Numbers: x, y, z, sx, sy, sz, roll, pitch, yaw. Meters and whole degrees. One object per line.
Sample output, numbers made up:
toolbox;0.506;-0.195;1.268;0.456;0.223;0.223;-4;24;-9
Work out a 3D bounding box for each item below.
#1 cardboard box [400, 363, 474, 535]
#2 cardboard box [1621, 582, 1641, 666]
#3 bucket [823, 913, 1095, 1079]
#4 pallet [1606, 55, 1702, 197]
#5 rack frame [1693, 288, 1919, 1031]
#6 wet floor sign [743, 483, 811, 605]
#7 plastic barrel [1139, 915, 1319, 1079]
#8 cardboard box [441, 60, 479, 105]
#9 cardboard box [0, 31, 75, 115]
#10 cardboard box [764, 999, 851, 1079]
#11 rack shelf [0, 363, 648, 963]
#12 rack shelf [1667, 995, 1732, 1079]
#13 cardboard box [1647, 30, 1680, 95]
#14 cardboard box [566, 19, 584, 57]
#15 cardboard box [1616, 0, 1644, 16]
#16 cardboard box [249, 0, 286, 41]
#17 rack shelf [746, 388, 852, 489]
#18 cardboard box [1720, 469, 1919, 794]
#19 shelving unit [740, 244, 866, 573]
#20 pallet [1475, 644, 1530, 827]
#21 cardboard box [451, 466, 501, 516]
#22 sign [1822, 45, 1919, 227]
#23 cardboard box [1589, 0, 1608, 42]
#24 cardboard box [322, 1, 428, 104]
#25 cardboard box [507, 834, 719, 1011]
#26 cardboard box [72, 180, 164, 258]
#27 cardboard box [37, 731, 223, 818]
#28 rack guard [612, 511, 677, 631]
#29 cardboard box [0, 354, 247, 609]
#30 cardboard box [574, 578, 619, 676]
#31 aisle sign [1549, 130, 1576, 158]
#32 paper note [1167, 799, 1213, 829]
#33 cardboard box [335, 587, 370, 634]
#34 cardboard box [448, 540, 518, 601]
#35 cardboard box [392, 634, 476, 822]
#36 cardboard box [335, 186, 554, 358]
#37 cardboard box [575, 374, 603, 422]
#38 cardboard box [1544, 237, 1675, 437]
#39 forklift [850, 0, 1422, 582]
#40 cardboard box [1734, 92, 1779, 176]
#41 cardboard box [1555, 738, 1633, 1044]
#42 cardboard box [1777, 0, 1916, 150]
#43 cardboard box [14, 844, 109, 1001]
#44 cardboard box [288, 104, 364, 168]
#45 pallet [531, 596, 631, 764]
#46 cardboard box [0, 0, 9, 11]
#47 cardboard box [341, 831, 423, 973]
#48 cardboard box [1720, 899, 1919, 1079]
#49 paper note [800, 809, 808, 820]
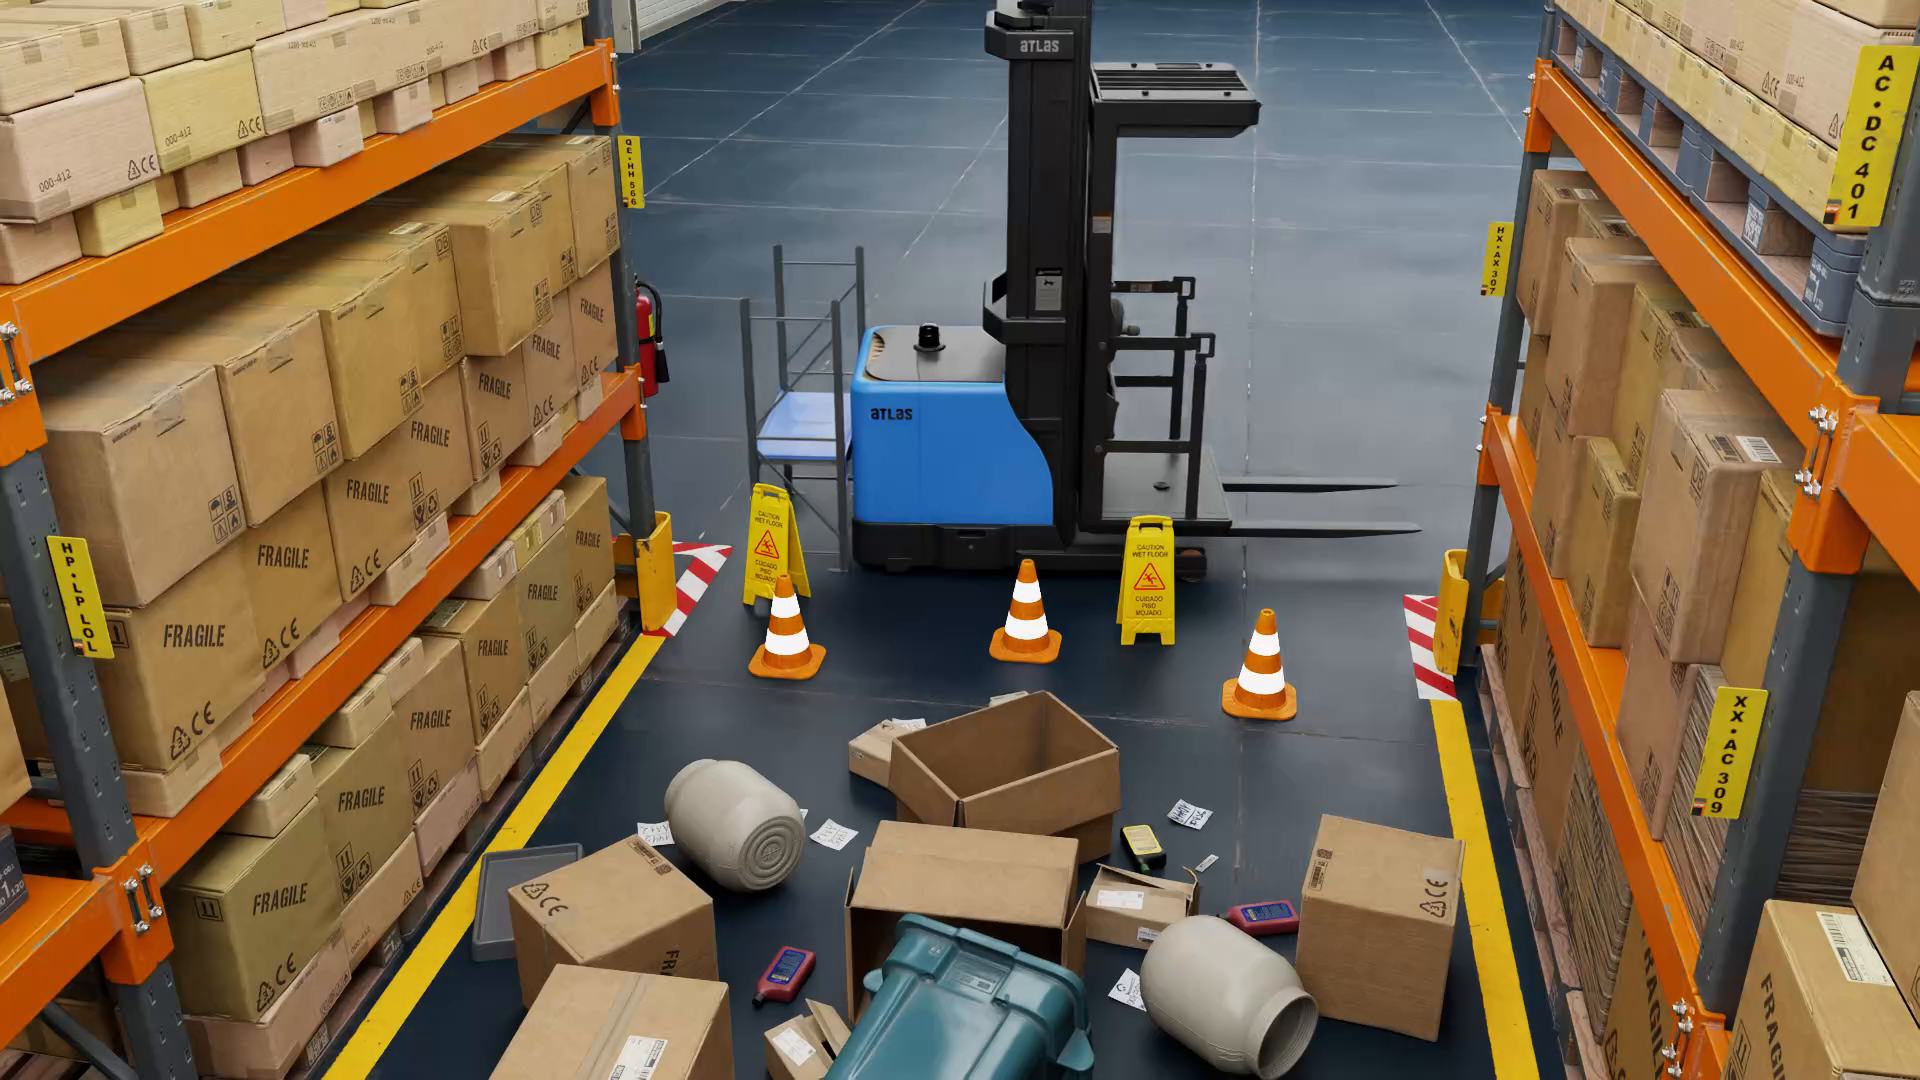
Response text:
cardboard box;-2.122;-0.349;5.989;0.500;0.500;0.500;4;25;9
cardboard box;2.535;0.257;4.985;0.875;0.550;0.550;4;25;9
bucket;-0.038;1.507;4.560;0.726;0.611;0.620;13;38;26
pallet;2.560;-1.239;4.925;1.003;0.211;1.213;4;25;9
rack frame;2.214;0.930;3.725;1.000;3.000;0.127;4;25;9
wet floor sign;-0.945;0.017;8.452;0.267;0.644;0.232;13;28;26
plastic barrel;0.886;1.516;5.512;0.421;0.421;0.512;-20;32;-36
cardboard box;-2.001;-1.696;6.093;0.380;0.149;0.250;4;25;8
cardboard box;-2.312;-1.086;3.849;0.380;0.149;0.250;4;25;8
cardboard box;-0.435;1.675;5.358;0.258;0.266;0.396;-14;29;-27
rack shelf;-2.359;0.118;6.307;1.077;0.370;4.000;4;25;9
rack shelf;1.887;2.092;2.091;1.077;0.370;4.000;4;25;9
cardboard box;2.207;-1.363;4.769;0.380;0.149;0.250;4;25;8
cardboard box;-1.814;-2.120;6.999;0.380;0.149;0.250;4;25;9
cardboard box;2.372;-1.796;5.224;0.500;0.250;0.500;4;25;8
cardboard box;-2.186;-1.522;4.780;0.380;0.149;0.250;3;25;7
rack shelf;-0.814;-0.570;9.122;0.538;0.185;1.000;2;25;3
cardboard box;2.309;0.221;3.789;0.875;0.550;0.550;4;25;9
shelving unit;-0.814;-0.733;9.046;0.538;1.500;1.048;2;25;3
pallet;2.815;0.860;7.165;1.003;0.211;1.213;4;25;9
cardboard box;-2.022;-0.219;6.476;0.380;0.149;0.250;4;25;8
sign;1.667;-0.737;3.044;0.100;0.325;0.005;4;25;9
cardboard box;2.372;-1.785;5.670;0.380;0.149;0.250;4;25;9
cardboard box;-2.094;-1.598;5.412;0.500;0.250;0.500;4;25;9
cardboard box;-1.168;1.406;5.653;0.500;0.500;0.500;-20;32;-36
cardboard box;-2.292;-0.835;4.253;0.380;0.149;0.250;4;25;9
cardboard box;-2.318;0.633;4.655;0.380;0.149;0.250;4;25;8
rack guard;-2.044;0.120;8.404;1.175;0.500;0.348;4;25;9
cardboard box;-2.400;-0.173;4.433;0.700;0.500;0.500;4;25;8
cardboard box;-1.903;0.378;7.652;0.500;0.250;0.500;4;25;8
aisle sign;2.584;-1.971;6.856;0.394;0.787;0.004;4;25;9
paper note;0.944;1.123;6.817;0.144;0.017;0.142;13;28;26
cardboard box;-2.227;0.196;5.589;0.380;0.149;0.250;4;25;8
cardboard box;-1.988;0.104;6.588;0.380;0.149;0.250;5;26;11
cardboard box;-2.161;0.675;6.133;0.500;0.500;0.500;5;26;11
cardboard box;-1.972;-1.016;6.235;0.700;0.500;0.500;4;25;8
cardboard box;-1.814;-0.645;7.386;0.380;0.149;0.250;4;25;8
cardboard box;2.545;-0.686;5.728;0.875;0.550;0.550;4;25;9
forklift;0.952;-1.337;8.648;3.031;2.935;1.130;1;25;1
cardboard box;2.040;-0.939;3.862;0.380;0.149;0.250;4;25;9
cardboard box;2.530;1.066;5.444;0.875;0.875;0.875;4;25;9
cardboard box;2.041;-0.955;3.426;0.500;0.250;0.500;4;25;8
cardboard box;-2.854;1.079;5.271;0.500;0.500;0.500;4;25;8
cardboard box;-2.096;-1.262;5.166;0.380;0.149;0.250;4;25;7
pallet;-2.212;0.588;7.744;1.003;0.211;1.213;4;25;9
cardboard box;-2.752;-1.341;4.395;0.380;0.149;0.250;5;25;10
cardboard box;-2.247;1.232;5.828;0.500;0.250;0.500;5;26;11
cardboard box;1.863;1.086;3.274;0.500;0.500;0.500;4;25;9
paper note;-0.652;1.138;6.808;0.032;0.001;0.123;4;25;9
